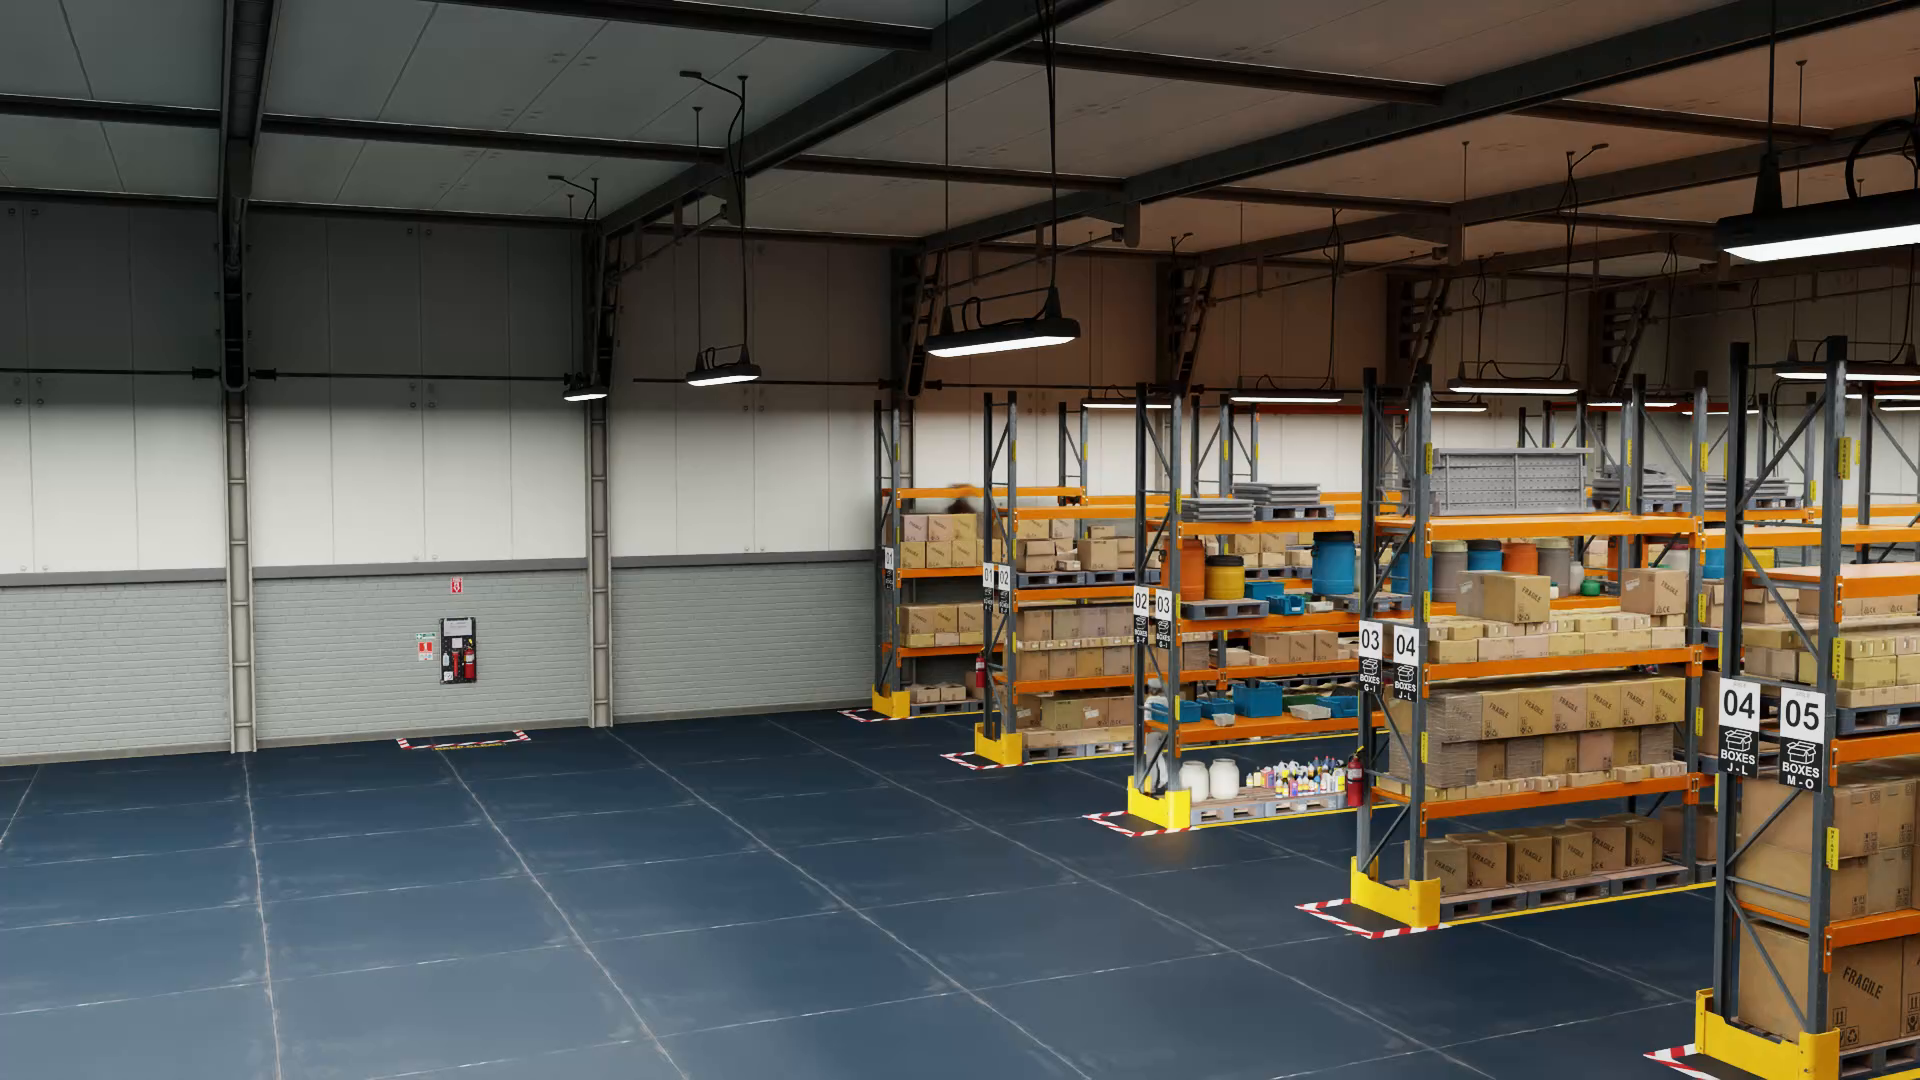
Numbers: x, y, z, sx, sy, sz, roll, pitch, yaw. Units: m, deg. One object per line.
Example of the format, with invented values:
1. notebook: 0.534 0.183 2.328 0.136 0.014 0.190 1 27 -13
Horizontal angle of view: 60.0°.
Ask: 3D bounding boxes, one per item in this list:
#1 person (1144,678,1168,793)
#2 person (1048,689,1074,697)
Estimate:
1. person: 2.865 2.892 24.606 0.398 1.697 0.617 3 5 43
2. person: 1.866 2.585 29.683 0.986 1.773 0.518 -1 4 -23
